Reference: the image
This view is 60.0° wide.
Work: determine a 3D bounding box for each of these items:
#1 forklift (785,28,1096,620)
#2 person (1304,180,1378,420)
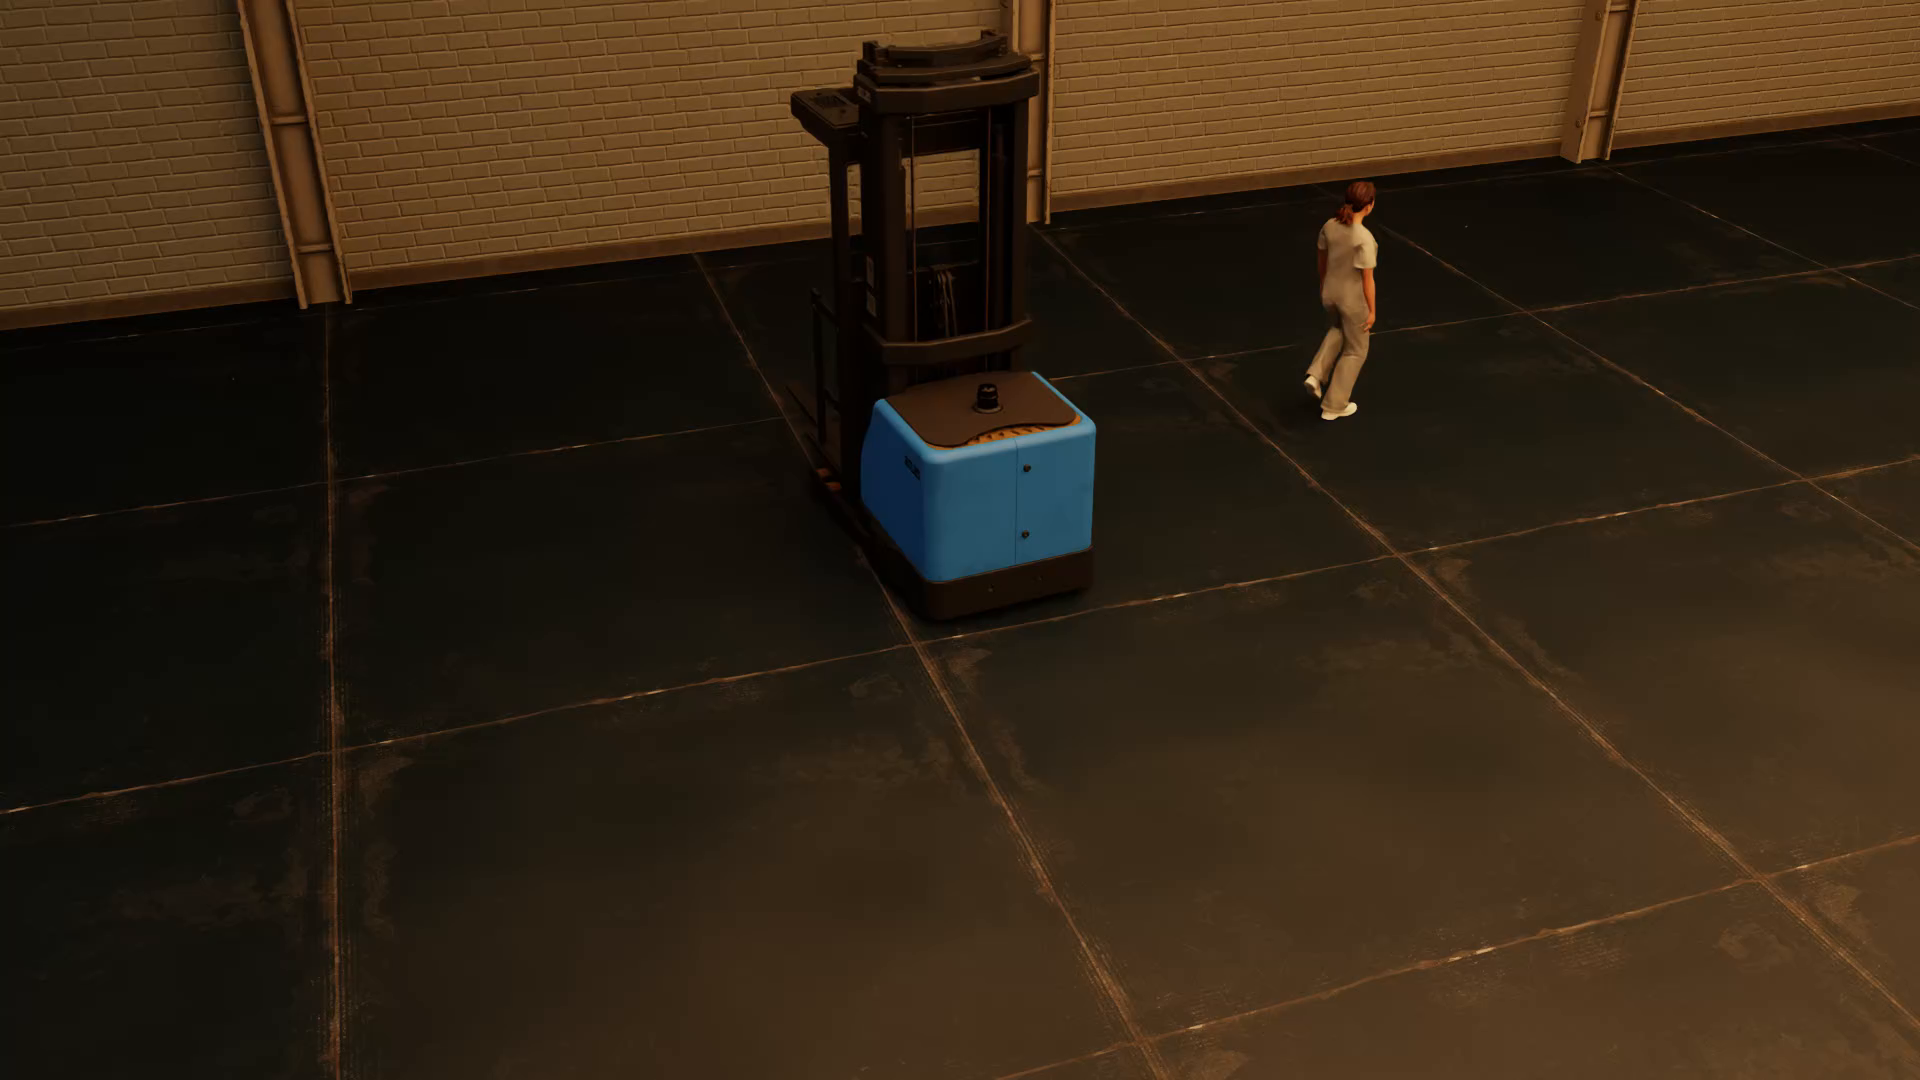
[{"bbox_3d":[-0.296,-1.546,9.775,1.130,2.935,3.031,-12,32,-20],"label":"forklift"},{"bbox_3d":[2.625,-1.623,11.189,0.464,1.655,0.578,-20,35,-30],"label":"person"}]
